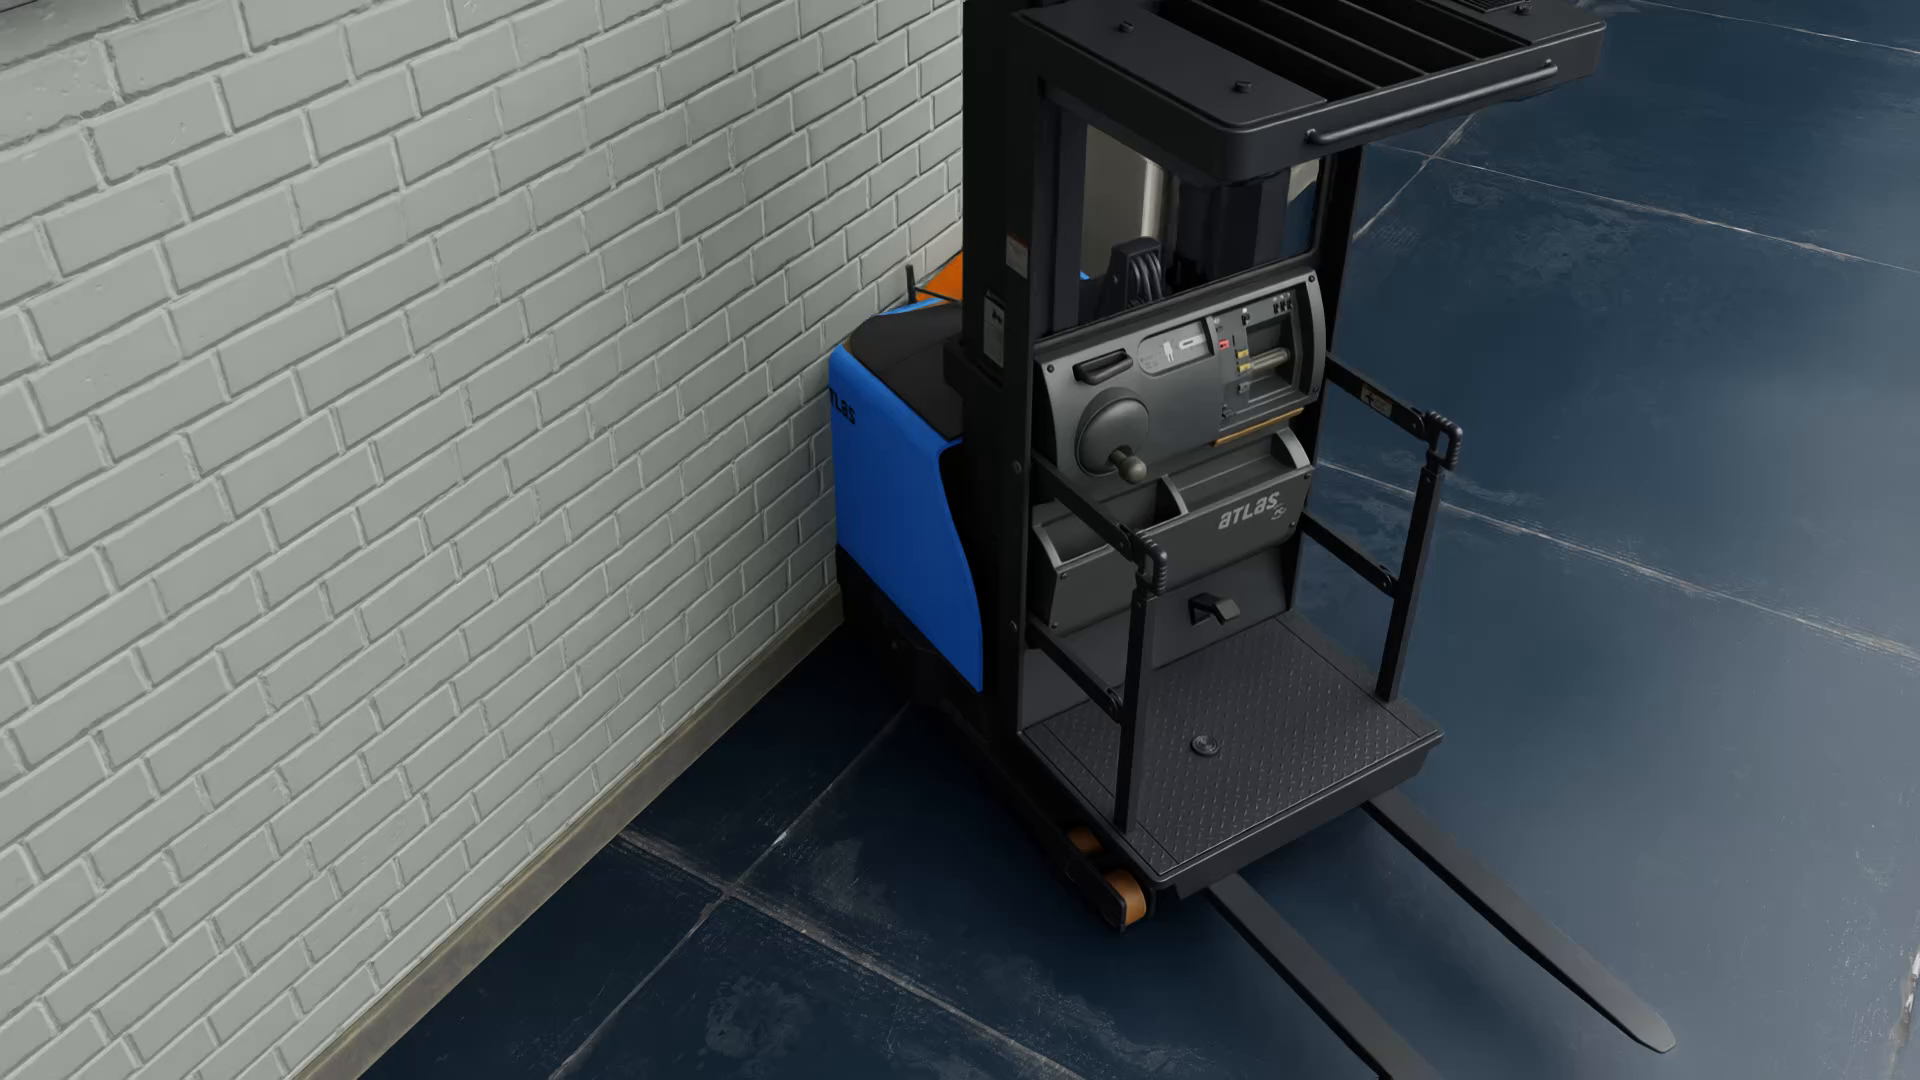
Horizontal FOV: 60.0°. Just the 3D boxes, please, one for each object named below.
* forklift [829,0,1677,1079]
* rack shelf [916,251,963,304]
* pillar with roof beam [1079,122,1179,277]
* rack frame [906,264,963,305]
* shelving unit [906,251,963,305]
[{"bbox_3d":[0.732,-0.376,4.338,1.130,2.935,3.031,-21,42,-25],"label":"forklift"},{"bbox_3d":[0.069,-0.859,5.677,0.258,0.148,0.480,21,49,25],"label":"rack shelf"},{"bbox_3d":[4.296,-2.768,2.469,9.100,9.000,0.400,21,42,25],"label":"pillar with roof beam"},{"bbox_3d":[-0.035,-0.425,5.802,0.240,1.200,0.015,21,49,25],"label":"rack frame"},{"bbox_3d":[0.094,-0.574,5.947,0.258,1.200,0.503,21,49,25],"label":"shelving unit"}]
